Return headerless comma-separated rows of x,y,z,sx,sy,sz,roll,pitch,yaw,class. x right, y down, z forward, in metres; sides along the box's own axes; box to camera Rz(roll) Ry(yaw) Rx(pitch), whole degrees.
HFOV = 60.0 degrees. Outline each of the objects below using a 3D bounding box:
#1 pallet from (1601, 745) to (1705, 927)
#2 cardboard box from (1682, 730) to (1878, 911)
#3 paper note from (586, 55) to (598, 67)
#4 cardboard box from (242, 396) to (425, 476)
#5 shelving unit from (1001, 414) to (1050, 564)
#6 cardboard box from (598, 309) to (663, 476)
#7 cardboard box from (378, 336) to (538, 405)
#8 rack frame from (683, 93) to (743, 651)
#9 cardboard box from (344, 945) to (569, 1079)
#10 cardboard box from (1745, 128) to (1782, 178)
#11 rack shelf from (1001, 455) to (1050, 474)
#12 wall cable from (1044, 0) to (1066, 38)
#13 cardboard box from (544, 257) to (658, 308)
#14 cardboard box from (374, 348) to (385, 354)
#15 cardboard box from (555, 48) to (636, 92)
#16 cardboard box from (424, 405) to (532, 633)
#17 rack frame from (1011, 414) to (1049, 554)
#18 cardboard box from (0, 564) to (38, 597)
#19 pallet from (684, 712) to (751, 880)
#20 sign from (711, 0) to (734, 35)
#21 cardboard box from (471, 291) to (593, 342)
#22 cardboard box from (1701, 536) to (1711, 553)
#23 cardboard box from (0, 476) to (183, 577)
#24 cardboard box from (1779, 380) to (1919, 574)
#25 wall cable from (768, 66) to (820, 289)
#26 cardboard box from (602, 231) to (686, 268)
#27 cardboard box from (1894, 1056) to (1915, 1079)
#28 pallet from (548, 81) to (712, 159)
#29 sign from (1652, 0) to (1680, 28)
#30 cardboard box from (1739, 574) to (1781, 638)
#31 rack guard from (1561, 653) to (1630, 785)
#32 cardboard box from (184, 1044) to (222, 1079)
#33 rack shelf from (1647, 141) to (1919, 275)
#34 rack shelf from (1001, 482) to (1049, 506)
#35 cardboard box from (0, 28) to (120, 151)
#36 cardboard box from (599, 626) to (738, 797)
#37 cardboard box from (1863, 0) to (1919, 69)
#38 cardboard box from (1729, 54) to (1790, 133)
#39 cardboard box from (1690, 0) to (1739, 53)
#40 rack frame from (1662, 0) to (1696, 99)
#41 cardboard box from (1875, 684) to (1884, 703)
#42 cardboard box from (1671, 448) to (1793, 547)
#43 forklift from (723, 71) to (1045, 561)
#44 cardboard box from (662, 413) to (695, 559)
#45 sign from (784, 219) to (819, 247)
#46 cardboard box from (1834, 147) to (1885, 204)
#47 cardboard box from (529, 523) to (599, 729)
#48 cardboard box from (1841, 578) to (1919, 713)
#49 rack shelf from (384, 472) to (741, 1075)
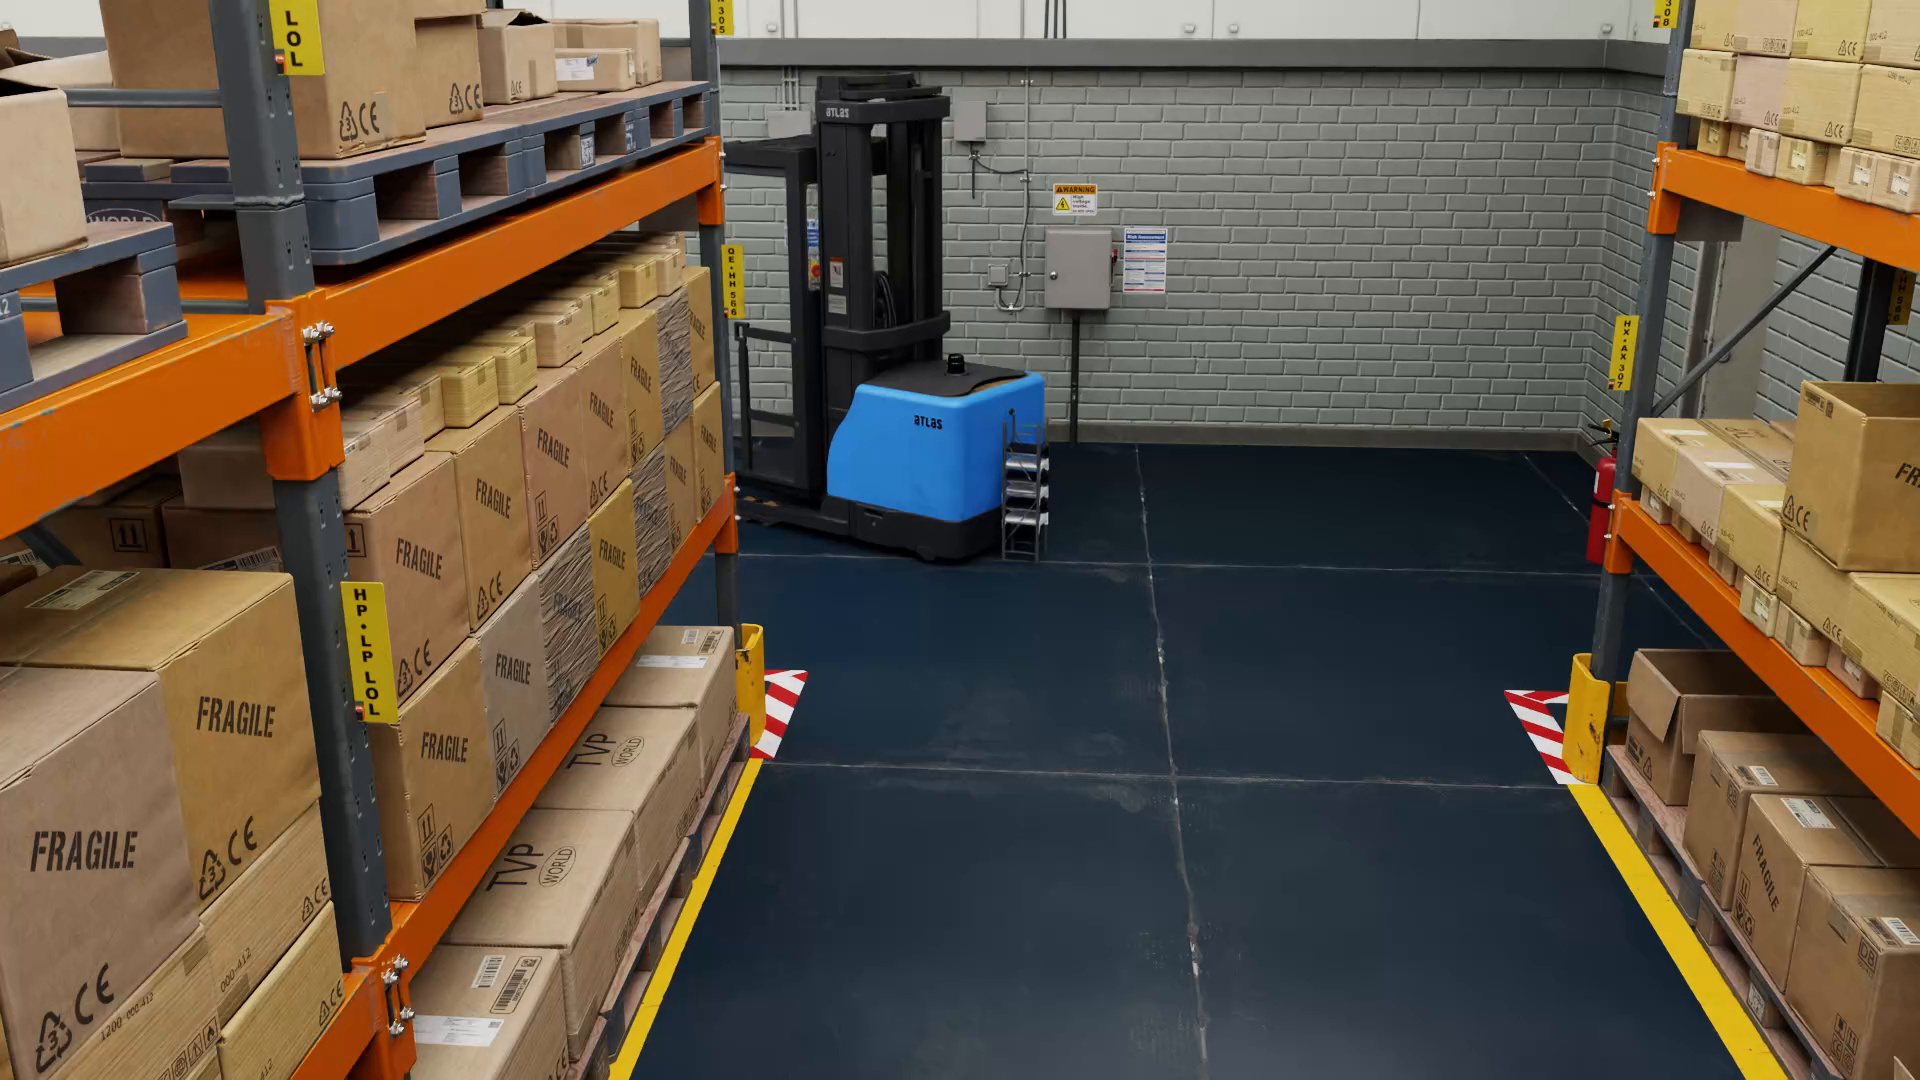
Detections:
3.346,1.213,6.881,1.003,0.211,1.213,1,18,4,pallet
3.169,1.058,6.218,0.700,0.500,0.500,2,18,6,cardboard box
-1.114,-1.454,5.046,0.006,0.032,0.123,1,18,4,paper note
-1.547,-0.253,4.071,0.380,0.149,0.250,2,18,5,cardboard box
0.411,-0.320,10.454,0.258,0.900,0.210,6,19,17,shelving unit
-1.388,-0.544,5.999,0.500,0.500,0.500,1,18,4,cardboard box
-1.444,-0.492,4.798,0.380,0.149,0.250,1,18,2,cardboard box
-1.544,-0.493,7.609,1.000,3.000,0.127,1,18,4,rack frame
-1.679,1.575,4.739,0.875,0.438,0.875,1,18,3,cardboard box
3.004,-1.359,5.839,0.380,0.149,0.250,2,18,5,cardboard box
0.411,-0.459,10.409,0.258,0.077,0.200,6,19,17,rack shelf
2.109,-5.043,11.801,2.988,3.039,0.133,1,18,4,wall cable
-1.358,-0.969,6.255,0.380,0.149,0.250,2,18,5,cardboard box
-1.971,-0.580,5.067,0.380,0.149,0.250,1,18,3,cardboard box
-1.437,-1.772,6.265,0.380,0.149,0.250,0,18,0,cardboard box
-1.512,-0.072,4.560,0.500,0.500,0.500,1,18,3,cardboard box
0.443,-0.350,10.546,0.240,0.900,0.006,6,19,17,rack frame
-2.149,0.357,3.249,0.500,0.500,0.500,1,18,5,cardboard box
-1.523,1.083,7.280,1.003,0.211,1.213,1,18,4,pallet
-1.004,-2.285,6.967,0.100,0.325,0.005,1,18,4,sign
-1.444,-0.729,5.523,0.380,0.149,0.250,2,18,6,cardboard box
3.154,-0.005,6.525,0.380,0.149,0.250,1,18,3,cardboard box
-2.072,0.074,4.113,0.500,0.500,0.500,1,18,3,cardboard box
2.999,-0.209,5.302,0.500,0.500,0.500,2,18,5,cardboard box
-1.163,-2.742,12.792,0.585,1.953,0.123,1,18,4,wall cable
-1.370,-1.208,6.983,0.380,0.149,0.250,2,18,5,cardboard box
2.893,1.668,4.730,0.396,0.266,0.258,2,18,6,cardboard box
-1.587,-1.645,6.452,1.003,0.211,1.213,1,18,4,pallet
2.866,-2.236,6.708,0.100,0.325,0.005,1,18,4,sign
2.968,0.231,5.803,0.380,0.149,0.250,1,18,2,cardboard box
3.402,0.828,7.592,1.175,0.500,0.348,1,18,4,rack guard
-1.649,1.124,2.916,0.500,0.250,0.500,1,18,3,cardboard box
3.264,-0.845,5.024,1.077,0.370,4.000,1,18,4,rack shelf
0.411,-0.288,10.465,0.258,0.077,0.200,6,19,17,rack shelf
-2.104,-1.065,3.918,0.396,0.266,0.258,2,18,6,cardboard box
-1.491,0.733,7.311,0.875,0.438,0.875,1,18,2,cardboard box
3.021,-1.512,4.862,0.500,0.250,0.500,2,18,5,cardboard box
3.087,-1.589,5.900,0.500,0.250,0.500,2,18,5,cardboard box
3.125,-1.984,6.303,0.500,0.250,0.500,1,18,3,cardboard box
3.407,-3.234,6.341,1.000,3.000,0.127,1,18,4,rack frame
3.049,0.473,5.066,0.380,0.149,0.250,2,18,5,cardboard box
3.070,-0.162,6.362,0.500,0.250,0.500,1,18,5,cardboard box
-0.925,-1.604,11.111,3.031,2.935,1.130,13,22,34,forklift
-1.365,-0.229,6.644,0.500,0.500,0.500,1,18,3,cardboard box
-1.207,-2.393,12.975,0.327,0.218,0.001,1,18,4,sign
2.946,-1.121,5.114,0.380,0.149,0.250,1,18,4,cardboard box
-1.454,0.252,5.177,0.500,0.500,0.500,1,18,4,cardboard box
2.984,0.315,4.907,0.500,0.250,0.500,1,18,4,cardboard box
-1.687,0.470,5.826,1.077,0.370,4.000,1,18,4,rack shelf
